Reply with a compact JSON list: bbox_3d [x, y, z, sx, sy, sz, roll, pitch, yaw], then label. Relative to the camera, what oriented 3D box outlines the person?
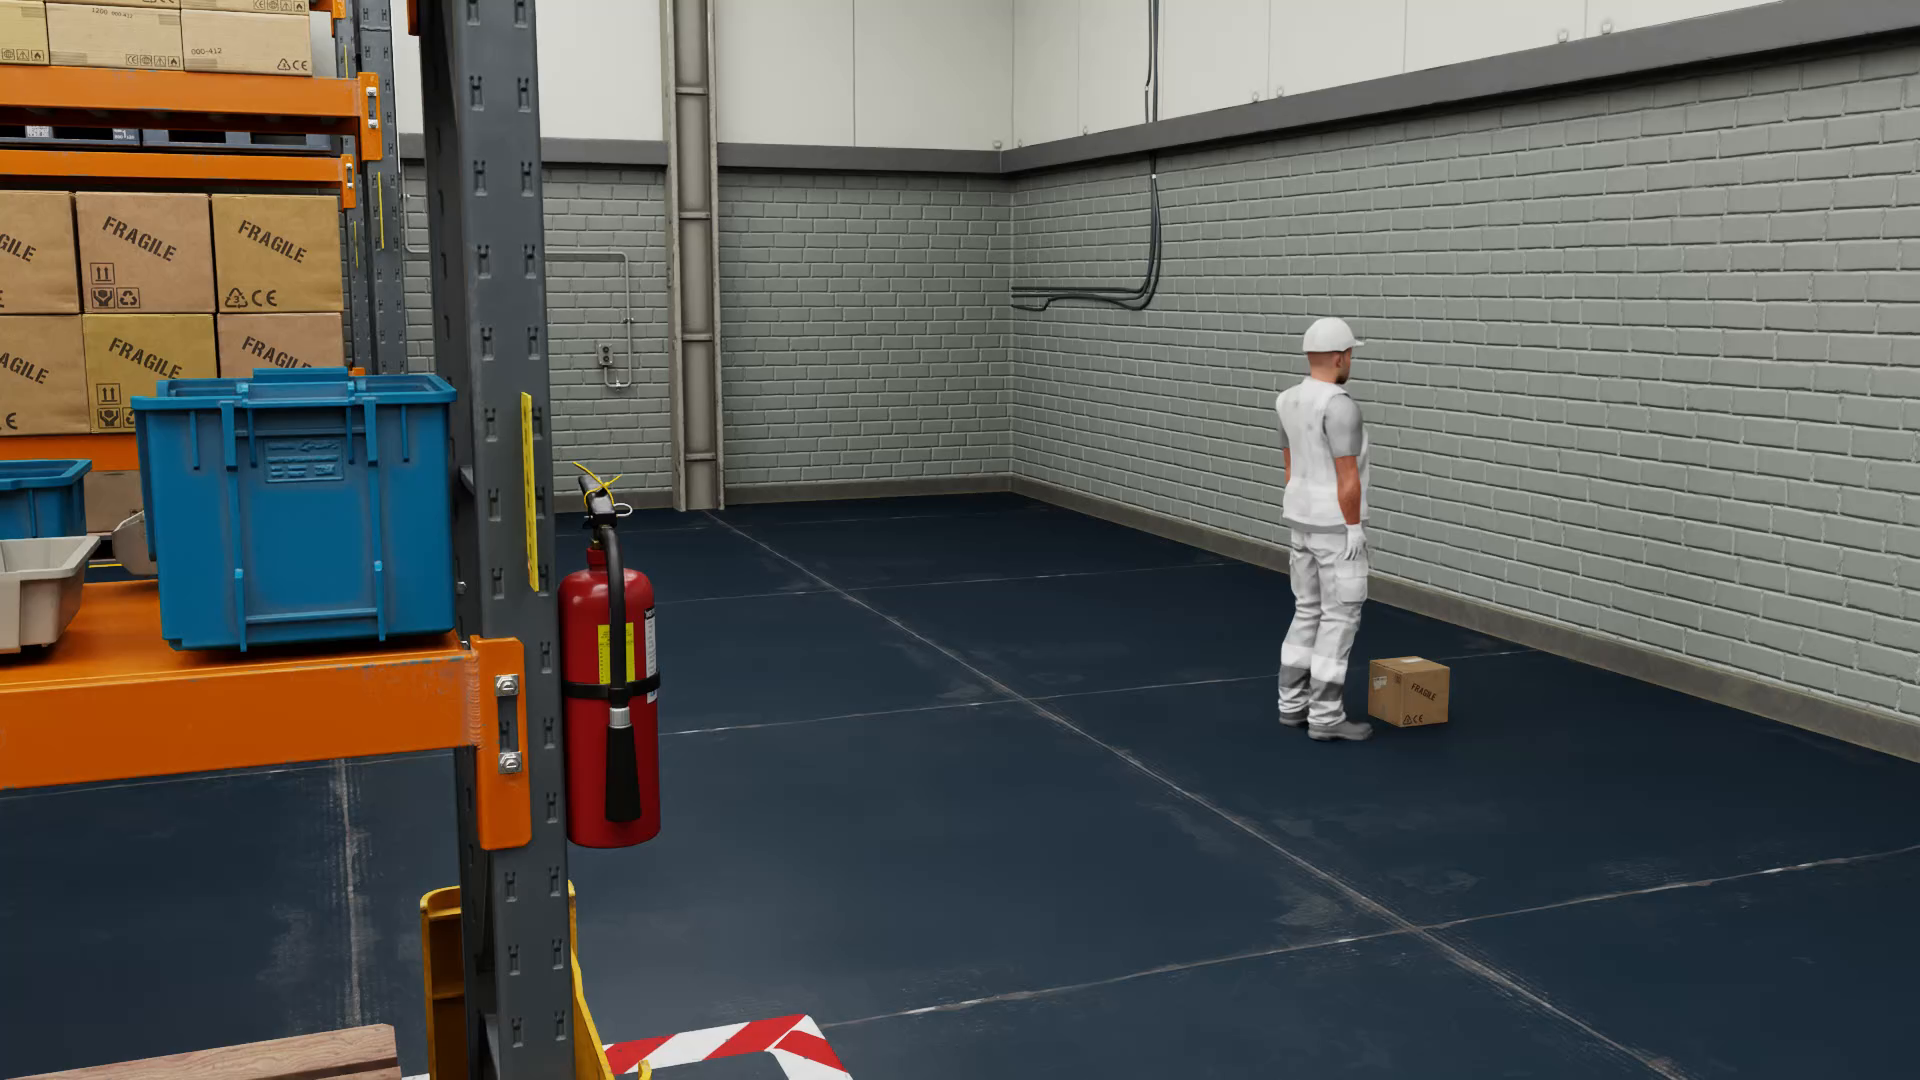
[{"bbox_3d":[1.569,-0.054,7.156,0.338,1.789,0.526,-3,9,-20],"label":"person"}]
